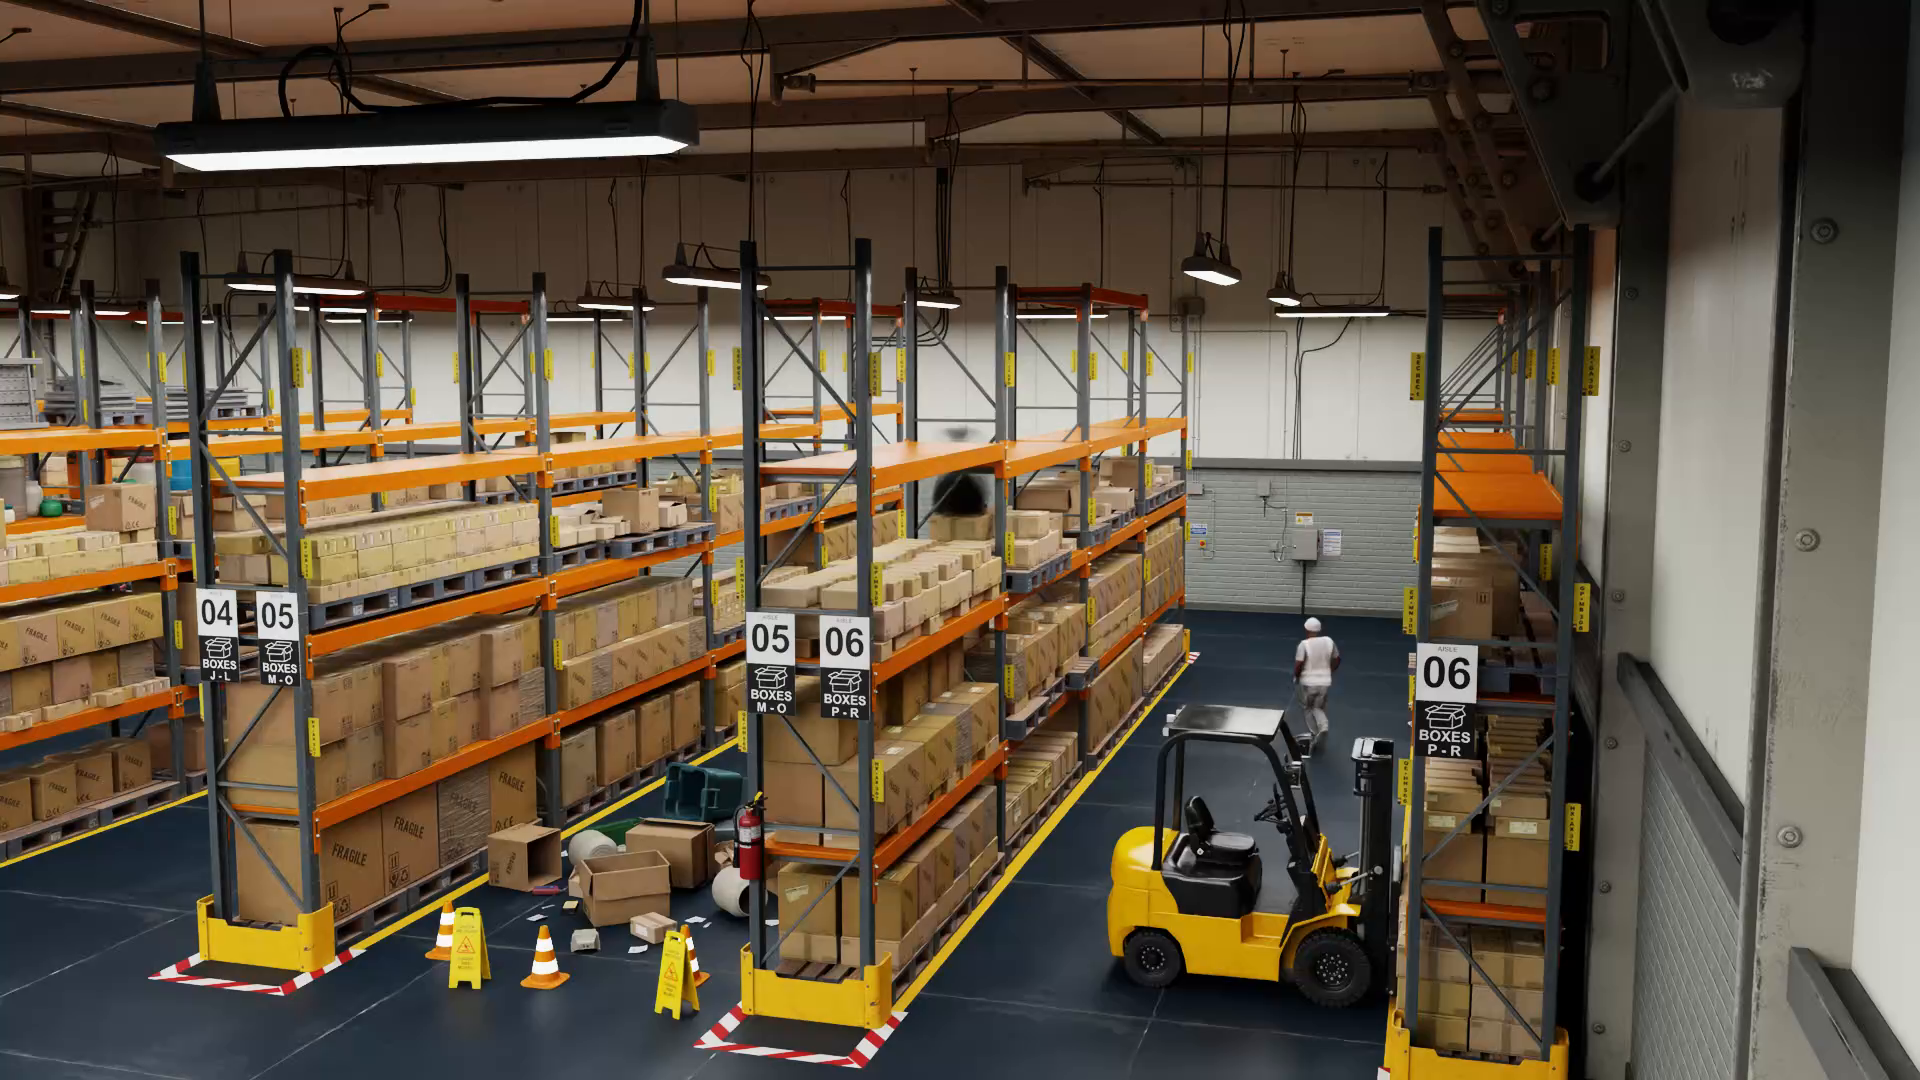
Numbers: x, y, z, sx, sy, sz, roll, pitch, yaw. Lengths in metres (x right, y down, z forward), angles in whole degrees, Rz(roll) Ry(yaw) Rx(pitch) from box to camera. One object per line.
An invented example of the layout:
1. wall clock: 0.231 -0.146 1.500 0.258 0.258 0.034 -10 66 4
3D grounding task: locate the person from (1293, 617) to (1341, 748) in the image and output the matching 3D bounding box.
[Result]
1. person: 4.679 1.889 21.714 0.670 1.731 0.620 -1 7 -11
